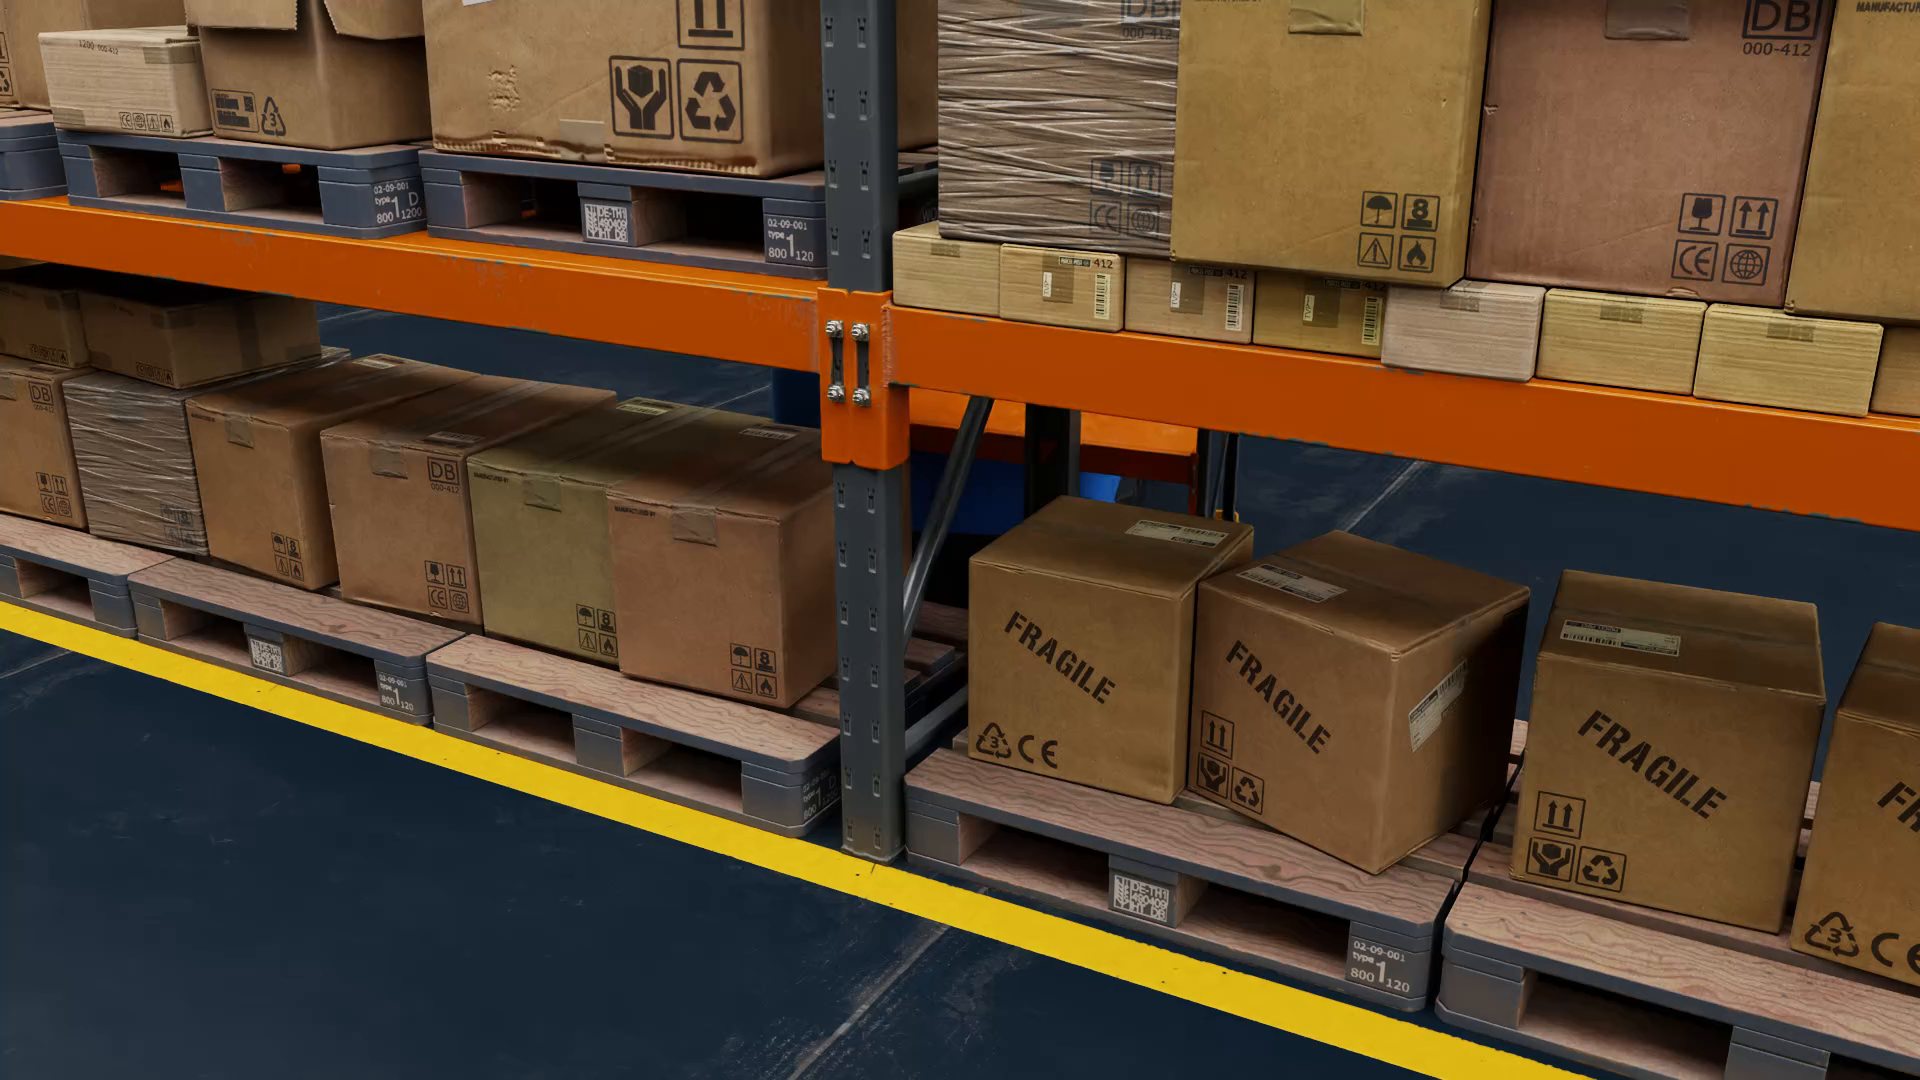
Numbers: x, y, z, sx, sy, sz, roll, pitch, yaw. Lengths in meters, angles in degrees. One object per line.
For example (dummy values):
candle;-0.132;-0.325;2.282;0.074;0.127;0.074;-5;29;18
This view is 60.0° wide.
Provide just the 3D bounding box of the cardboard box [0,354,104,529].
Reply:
cardboard box;-2.875;-0.412;5.624;0.500;0.500;0.700;10;22;24

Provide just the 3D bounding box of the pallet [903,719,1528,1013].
pallet;0.626;0.591;3.926;1.213;0.211;1.003;11;23;27

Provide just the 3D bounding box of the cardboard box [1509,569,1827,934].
cardboard box;1.437;0.408;3.391;0.500;0.500;0.500;9;22;23

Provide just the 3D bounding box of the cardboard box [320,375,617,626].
cardboard box;-1.399;-0.139;4.870;0.500;0.500;0.700;9;22;23

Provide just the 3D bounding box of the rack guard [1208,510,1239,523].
rack guard;0.692;0.150;4.718;0.087;0.250;0.587;8;28;17

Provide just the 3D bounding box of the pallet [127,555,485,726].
pallet;-1.727;0.158;5.119;1.213;0.211;1.003;11;23;27

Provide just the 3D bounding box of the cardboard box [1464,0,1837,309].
cardboard box;1.290;-0.768;3.000;0.500;0.500;0.875;11;23;27

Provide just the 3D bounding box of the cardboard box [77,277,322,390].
cardboard box;-2.402;-0.683;5.269;0.500;0.250;0.500;14;24;33

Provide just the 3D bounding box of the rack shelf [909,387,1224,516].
rack shelf;0.222;-0.313;4.666;1.000;0.185;0.538;8;28;17

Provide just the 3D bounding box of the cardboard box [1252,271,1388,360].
cardboard box;0.730;-0.460;3.103;0.250;0.149;0.380;11;23;27

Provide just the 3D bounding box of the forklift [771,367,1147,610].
forklift;0.185;-1.612;6.010;1.130;2.935;3.031;4;20;10

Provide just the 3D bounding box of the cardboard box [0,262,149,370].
cardboard box;-2.870;-0.768;5.504;0.500;0.250;0.500;12;23;29

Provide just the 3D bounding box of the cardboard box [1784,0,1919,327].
cardboard box;1.707;-0.672;2.737;0.500;0.500;0.875;11;23;27

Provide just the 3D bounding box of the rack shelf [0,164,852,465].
rack shelf;-1.723;-0.815;4.769;4.000;0.370;1.077;11;23;27

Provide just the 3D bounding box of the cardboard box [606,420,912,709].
cardboard box;-0.503;0.039;4.380;0.500;0.500;0.700;9;22;23

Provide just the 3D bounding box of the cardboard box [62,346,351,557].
cardboard box;-2.384;-0.324;5.380;0.500;0.500;0.700;9;22;23

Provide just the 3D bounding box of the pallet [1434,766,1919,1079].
pallet;1.696;0.794;3.368;1.213;0.211;1.003;11;23;27

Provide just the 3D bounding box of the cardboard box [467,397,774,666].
cardboard box;-0.910;-0.046;4.614;0.500;0.500;0.700;11;22;27

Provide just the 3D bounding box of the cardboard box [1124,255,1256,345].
cardboard box;0.507;-0.499;3.210;0.250;0.149;0.380;11;23;27

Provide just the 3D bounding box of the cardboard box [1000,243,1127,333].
cardboard box;0.276;-0.532;3.302;0.250;0.149;0.380;11;23;27

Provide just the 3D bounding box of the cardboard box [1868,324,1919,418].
cardboard box;1.620;-0.304;2.673;0.250;0.149;0.380;11;23;27

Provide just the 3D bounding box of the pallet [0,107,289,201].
pallet;-2.795;-1.309;5.357;1.003;0.211;1.213;11;23;27

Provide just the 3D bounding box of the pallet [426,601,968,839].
pallet;-0.658;0.361;4.561;1.213;0.211;1.003;11;23;27

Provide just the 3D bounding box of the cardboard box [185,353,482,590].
cardboard box;-1.886;-0.232;5.126;0.500;0.500;0.700;13;24;32

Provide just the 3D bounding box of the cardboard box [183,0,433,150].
cardboard box;-1.536;-1.328;4.359;0.637;0.503;0.797;13;24;33

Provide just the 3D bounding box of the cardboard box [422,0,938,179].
cardboard box;-0.603;-1.474;4.035;1.000;1.000;1.000;11;23;28

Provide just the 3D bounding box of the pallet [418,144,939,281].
pallet;-0.574;-0.901;4.232;1.213;0.211;1.003;11;23;27

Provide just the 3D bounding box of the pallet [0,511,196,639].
pallet;-2.788;-0.045;5.679;1.213;0.211;1.003;11;23;27

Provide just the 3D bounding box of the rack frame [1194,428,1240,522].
rack frame;0.700;-0.407;4.435;0.032;1.500;0.500;8;28;17

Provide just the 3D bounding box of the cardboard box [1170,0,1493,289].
cardboard box;0.805;-0.821;3.147;0.500;0.500;0.875;11;23;27

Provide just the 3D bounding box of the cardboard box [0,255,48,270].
cardboard box;-4.062;-0.806;6.188;0.875;0.875;1.225;10;22;25

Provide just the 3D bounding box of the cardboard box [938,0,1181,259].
cardboard box;0.385;-0.915;3.405;0.500;0.500;0.875;11;23;27

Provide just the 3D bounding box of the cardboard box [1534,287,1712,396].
cardboard box;1.167;-0.377;2.874;0.250;0.149;0.380;11;23;27

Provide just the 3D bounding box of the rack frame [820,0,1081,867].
rack frame;0.023;-0.821;3.730;0.127;3.000;1.000;11;23;27

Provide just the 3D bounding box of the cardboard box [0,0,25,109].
cardboard box;-2.978;-1.653;5.260;0.500;0.500;0.500;8;21;21

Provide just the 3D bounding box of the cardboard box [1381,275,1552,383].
cardboard box;0.929;-0.406;2.955;0.250;0.149;0.380;11;23;27

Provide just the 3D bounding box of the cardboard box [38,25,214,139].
cardboard box;-2.118;-1.266;4.560;0.500;0.250;0.500;10;22;26

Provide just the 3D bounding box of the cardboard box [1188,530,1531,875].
cardboard box;0.856;0.328;3.612;0.500;0.500;0.500;-17;26;-39

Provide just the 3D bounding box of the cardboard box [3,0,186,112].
cardboard box;-2.442;-1.590;5.086;0.500;0.500;0.700;15;25;35

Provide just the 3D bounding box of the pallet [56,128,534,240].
pallet;-1.721;-1.079;4.722;1.213;0.211;1.003;11;23;27

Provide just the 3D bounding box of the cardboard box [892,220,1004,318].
cardboard box;0.064;-0.578;3.427;0.250;0.149;0.380;11;23;27

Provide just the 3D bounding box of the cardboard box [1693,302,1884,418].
cardboard box;1.380;-0.332;2.750;0.250;0.149;0.380;11;23;27

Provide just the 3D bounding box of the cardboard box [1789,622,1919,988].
cardboard box;1.902;0.514;3.099;0.500;0.500;0.500;13;24;32

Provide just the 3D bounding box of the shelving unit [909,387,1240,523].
shelving unit;0.211;-0.475;4.589;1.083;1.500;0.587;8;28;17

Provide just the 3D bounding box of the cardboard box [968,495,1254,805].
cardboard box;0.352;0.235;3.868;0.500;0.500;0.500;10;22;26

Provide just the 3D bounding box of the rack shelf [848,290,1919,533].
rack shelf;1.769;-0.150;2.935;4.000;0.370;1.077;11;23;27
